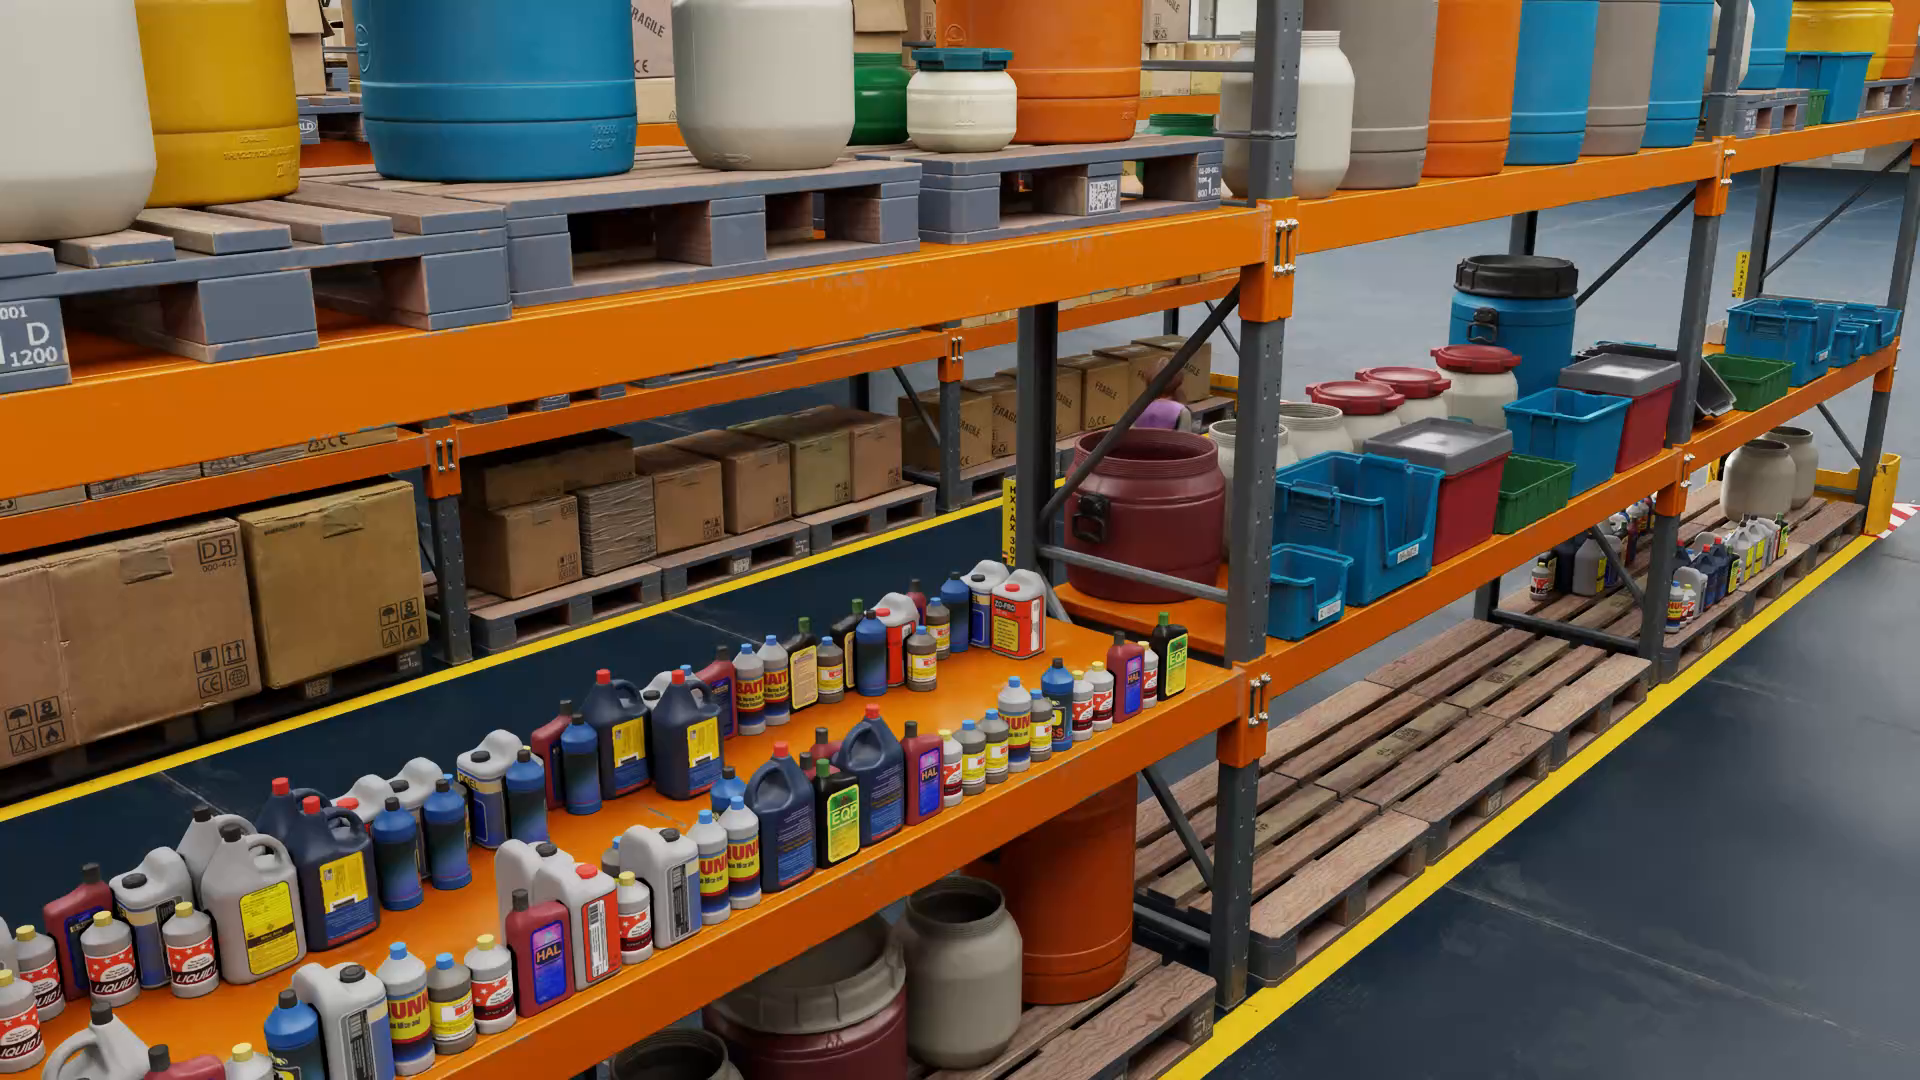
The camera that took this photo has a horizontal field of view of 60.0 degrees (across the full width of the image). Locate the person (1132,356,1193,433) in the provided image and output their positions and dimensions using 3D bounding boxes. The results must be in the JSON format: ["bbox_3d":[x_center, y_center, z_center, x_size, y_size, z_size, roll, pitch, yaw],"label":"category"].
[{"bbox_3d":[1.137,-0.198,9.177,0.584,1.588,0.471,14,22,39],"label":"person"}]
